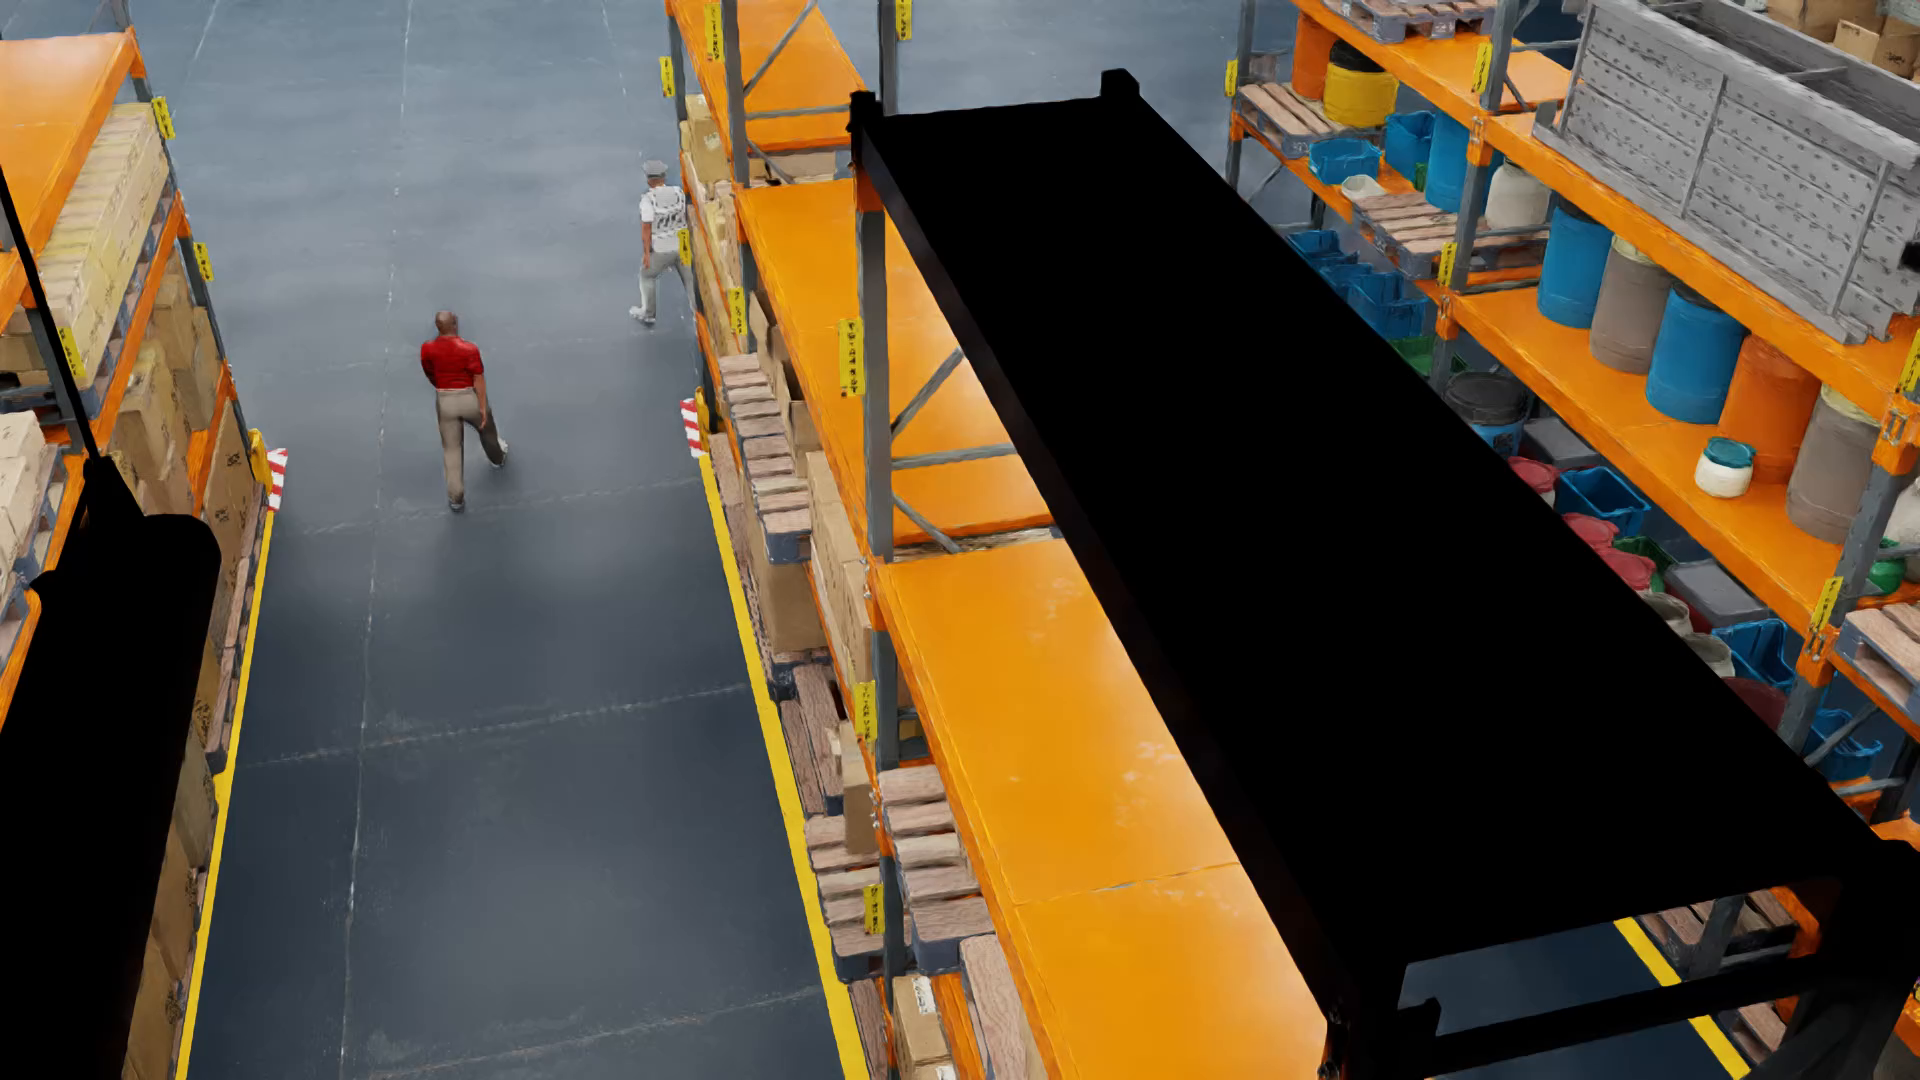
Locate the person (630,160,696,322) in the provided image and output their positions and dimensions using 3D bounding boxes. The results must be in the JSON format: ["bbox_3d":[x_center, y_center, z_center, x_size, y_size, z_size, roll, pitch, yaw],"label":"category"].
[{"bbox_3d":[-2.988,-2.985,16.942,0.706,1.695,0.843,-19,39,-26],"label":"person"}]

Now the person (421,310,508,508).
[{"bbox_3d":[-4.325,-1.223,14.386,0.533,1.656,1.031,-3,35,-5],"label":"person"}]
